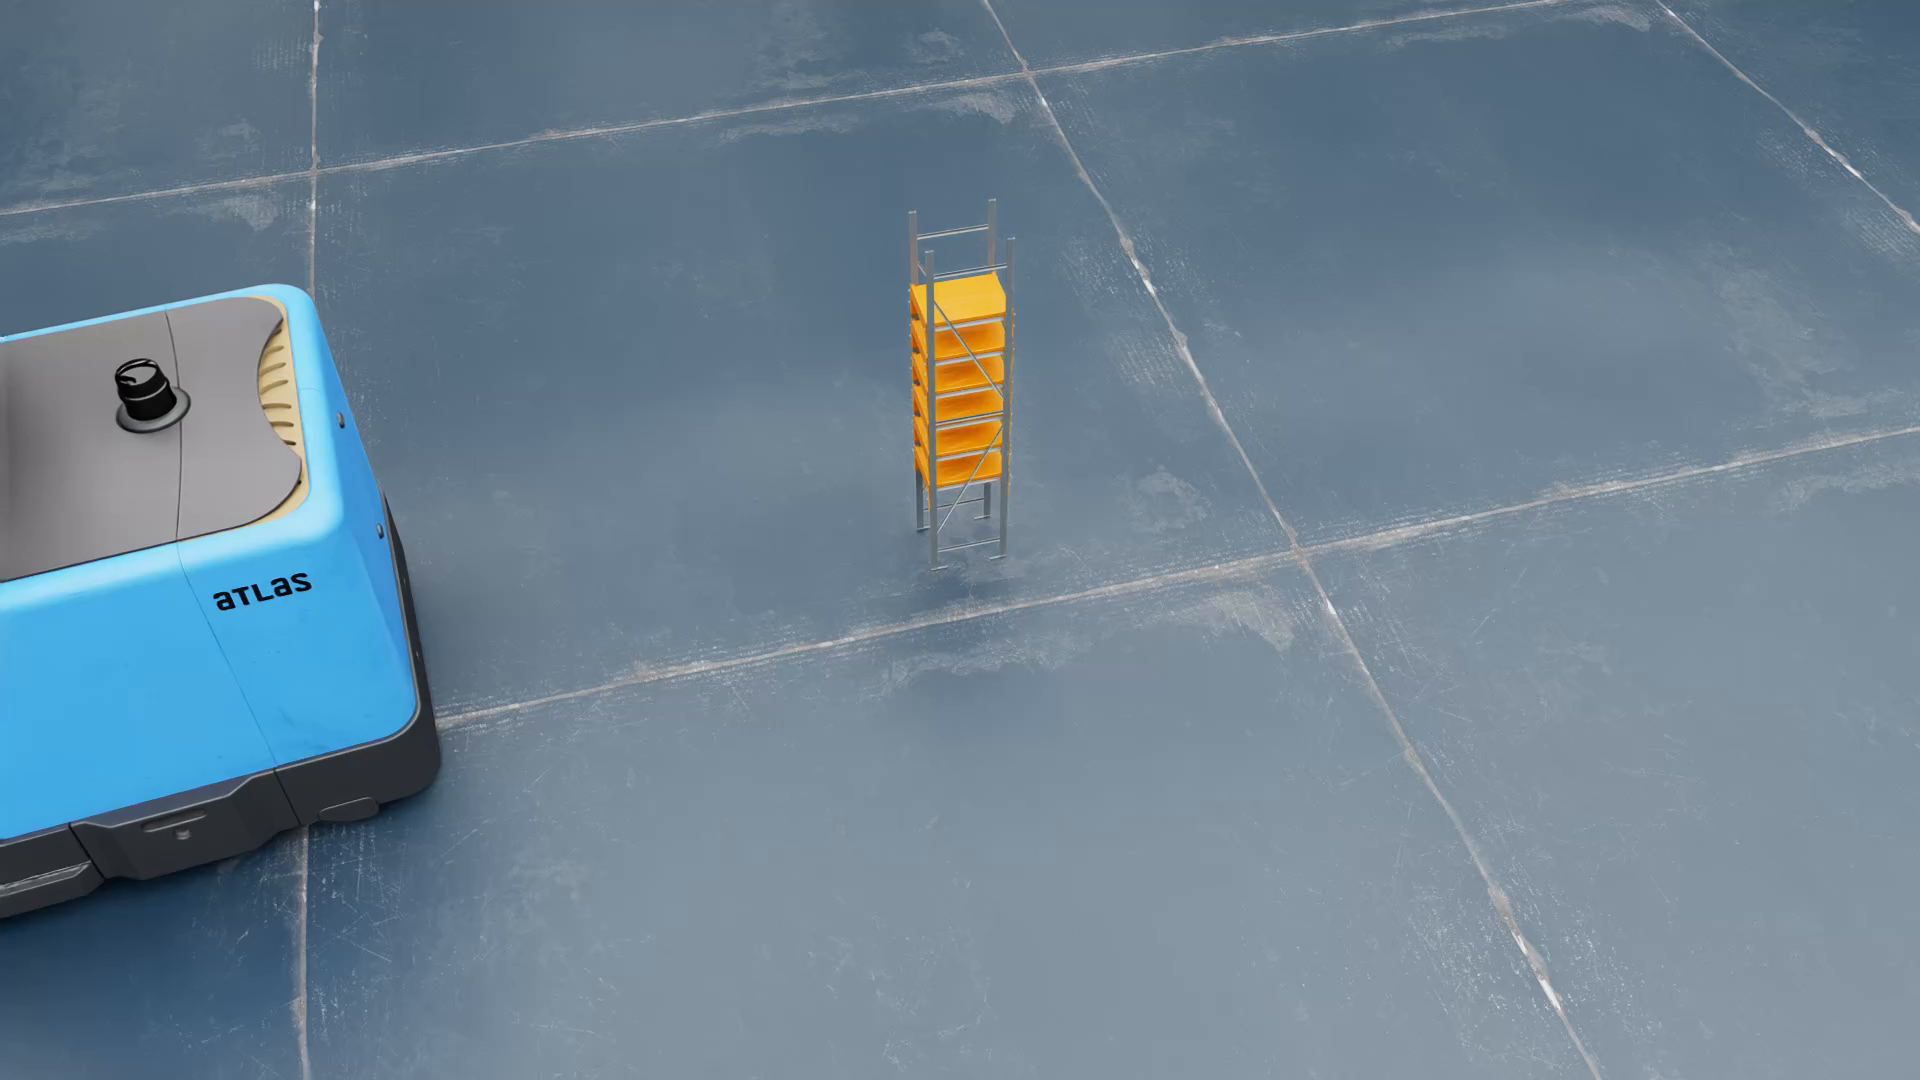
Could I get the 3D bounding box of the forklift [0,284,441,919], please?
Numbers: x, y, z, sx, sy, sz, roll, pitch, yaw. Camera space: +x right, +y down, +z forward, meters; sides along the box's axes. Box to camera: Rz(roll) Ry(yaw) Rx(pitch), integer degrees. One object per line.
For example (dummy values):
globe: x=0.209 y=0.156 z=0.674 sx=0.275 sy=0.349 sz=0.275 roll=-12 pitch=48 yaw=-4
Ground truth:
forklift: x=-2.993 y=-0.293 z=3.484 sx=3.031 sy=2.935 sz=1.130 roll=-15 pitch=47 yaw=-14

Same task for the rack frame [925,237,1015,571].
rack frame: x=0.027 y=-0.347 z=4.750 sx=0.240 sy=1.200 sz=0.006 roll=-11 pitch=47 yaw=-10

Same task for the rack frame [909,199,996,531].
rack frame: x=-0.020 y=-0.473 z=4.874 sx=0.240 sy=1.200 sz=0.006 roll=-11 pitch=47 yaw=-10

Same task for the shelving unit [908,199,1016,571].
shelving unit: x=0.004 y=-0.410 z=4.812 sx=0.258 sy=1.200 sz=0.189 roll=-11 pitch=47 yaw=-10

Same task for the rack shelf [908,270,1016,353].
rack shelf: x=0.004 y=-0.631 z=4.586 sx=0.258 sy=0.103 sz=0.180 roll=-11 pitch=47 yaw=-10

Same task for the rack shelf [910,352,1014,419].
rack shelf: x=0.004 y=-0.463 z=4.758 sx=0.258 sy=0.103 sz=0.180 roll=-11 pitch=47 yaw=-10

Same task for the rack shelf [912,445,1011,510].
rack shelf: x=0.004 y=-0.211 z=5.015 sx=0.258 sy=0.103 sz=0.180 roll=-11 pitch=47 yaw=-10

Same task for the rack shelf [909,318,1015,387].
rack shelf: x=0.004 y=-0.547 z=4.672 sx=0.258 sy=0.103 sz=0.180 roll=-11 pitch=47 yaw=-10

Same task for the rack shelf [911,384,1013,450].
rack shelf: x=0.004 y=-0.379 z=4.843 sx=0.258 sy=0.103 sz=0.180 roll=-11 pitch=47 yaw=-10

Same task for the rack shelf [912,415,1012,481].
rack shelf: x=0.004 y=-0.295 z=4.929 sx=0.258 sy=0.103 sz=0.180 roll=-11 pitch=47 yaw=-10
